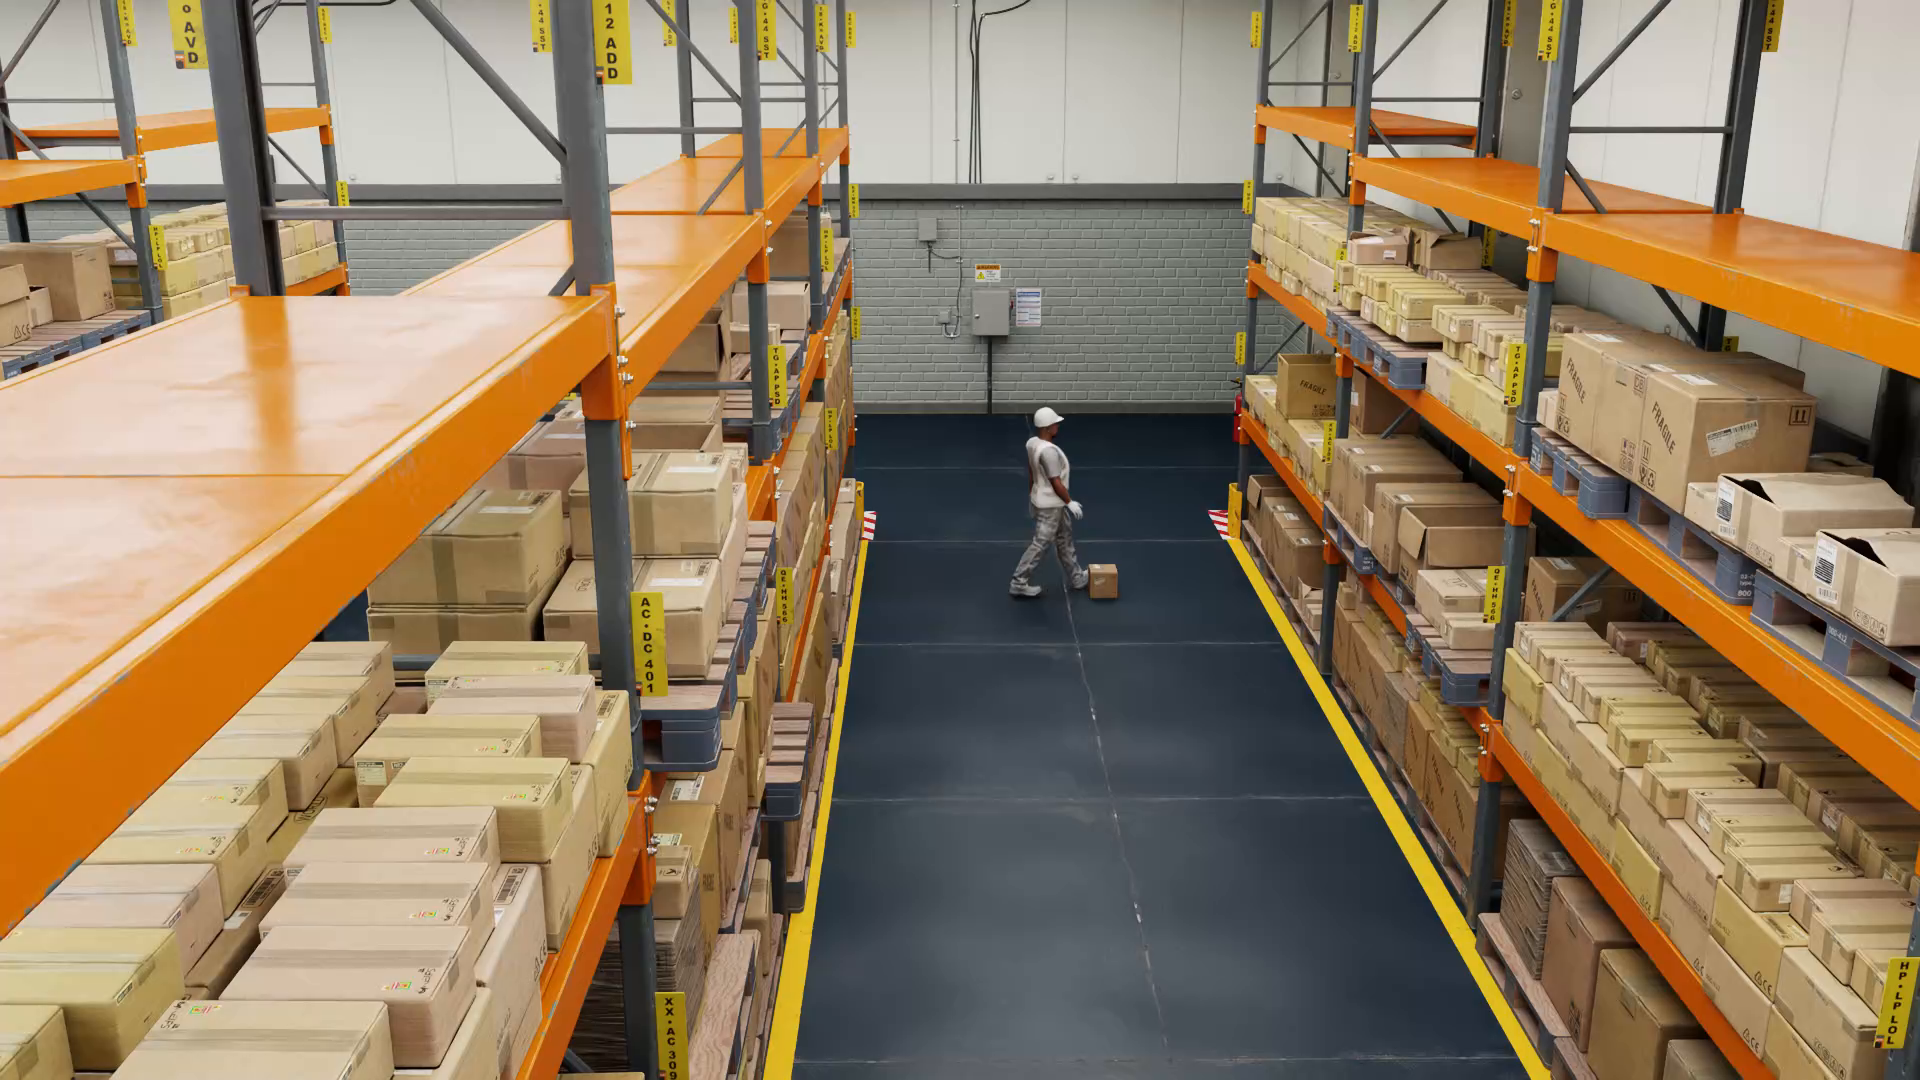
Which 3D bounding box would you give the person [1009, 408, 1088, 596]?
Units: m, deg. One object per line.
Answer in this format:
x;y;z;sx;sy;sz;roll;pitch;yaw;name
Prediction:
0.905;-0.347;15.167;0.934;1.752;0.561;-2;17;-7;person
